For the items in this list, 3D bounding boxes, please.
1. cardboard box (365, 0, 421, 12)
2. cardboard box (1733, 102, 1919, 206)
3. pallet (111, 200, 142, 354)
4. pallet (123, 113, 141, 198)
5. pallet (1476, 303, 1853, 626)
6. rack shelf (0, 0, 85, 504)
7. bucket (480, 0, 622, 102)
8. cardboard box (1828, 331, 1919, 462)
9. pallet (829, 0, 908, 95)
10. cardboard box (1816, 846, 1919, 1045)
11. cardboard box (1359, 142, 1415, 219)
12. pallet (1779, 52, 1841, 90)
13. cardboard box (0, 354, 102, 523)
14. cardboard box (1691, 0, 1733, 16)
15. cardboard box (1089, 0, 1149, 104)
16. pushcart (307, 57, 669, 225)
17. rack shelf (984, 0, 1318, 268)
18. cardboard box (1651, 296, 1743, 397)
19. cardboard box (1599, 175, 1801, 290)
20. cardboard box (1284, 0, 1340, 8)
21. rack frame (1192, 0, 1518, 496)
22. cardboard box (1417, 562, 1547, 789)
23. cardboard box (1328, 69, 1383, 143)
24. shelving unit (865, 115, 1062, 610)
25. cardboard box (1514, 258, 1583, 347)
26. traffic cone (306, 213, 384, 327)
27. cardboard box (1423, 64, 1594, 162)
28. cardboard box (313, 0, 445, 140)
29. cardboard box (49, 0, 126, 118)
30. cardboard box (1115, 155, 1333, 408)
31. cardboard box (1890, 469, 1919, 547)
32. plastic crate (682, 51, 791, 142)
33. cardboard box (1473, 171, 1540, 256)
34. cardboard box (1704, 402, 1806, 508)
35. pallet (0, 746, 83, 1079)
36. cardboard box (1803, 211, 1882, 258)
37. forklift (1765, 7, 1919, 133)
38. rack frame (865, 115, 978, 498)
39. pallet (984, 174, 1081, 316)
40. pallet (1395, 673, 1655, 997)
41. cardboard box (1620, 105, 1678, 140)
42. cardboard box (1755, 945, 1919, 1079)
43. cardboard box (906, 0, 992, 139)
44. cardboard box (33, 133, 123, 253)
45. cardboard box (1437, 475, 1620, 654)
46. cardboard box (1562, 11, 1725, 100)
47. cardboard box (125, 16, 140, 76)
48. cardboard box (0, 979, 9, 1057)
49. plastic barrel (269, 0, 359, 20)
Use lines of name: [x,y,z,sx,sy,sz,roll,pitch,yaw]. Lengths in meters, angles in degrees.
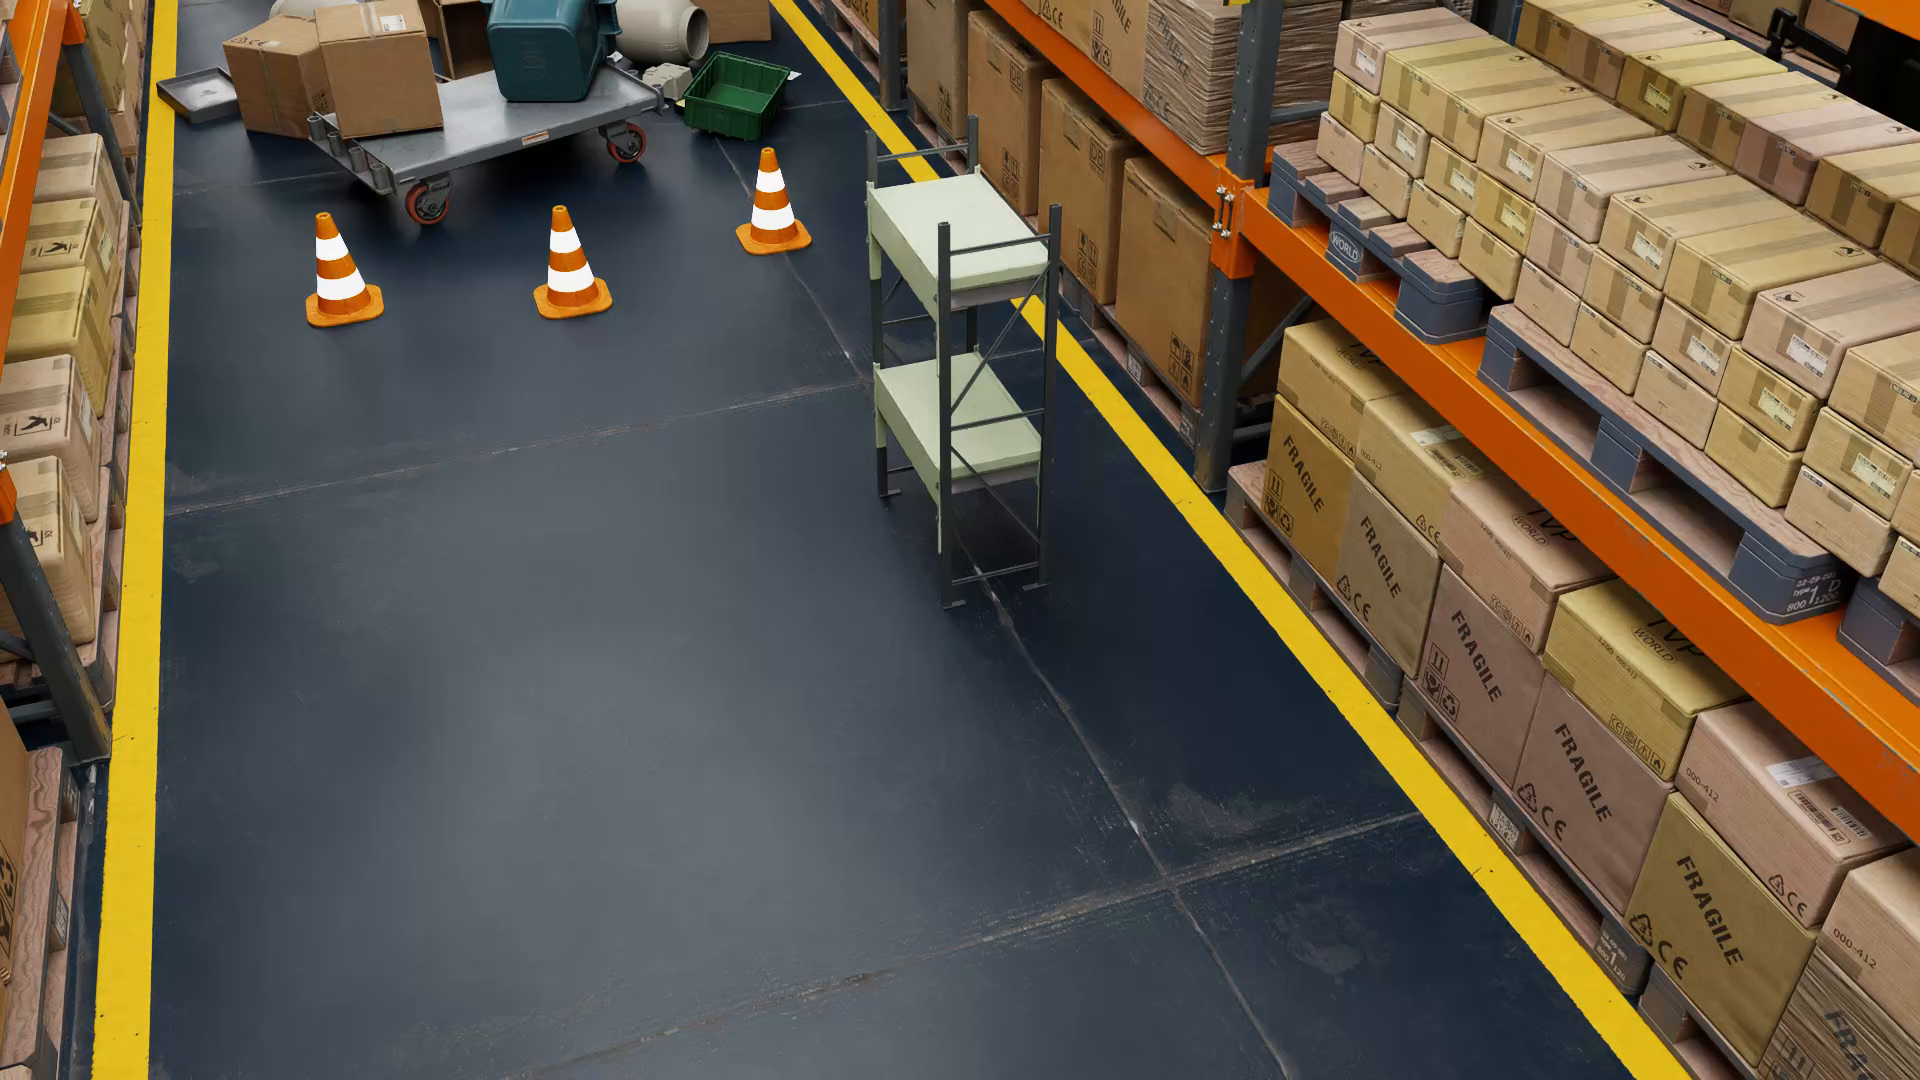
cardboard box: [-3.609,-3.485,10.753,0.380,0.149,0.250,6,37,8]
cardboard box: [2.356,-1.053,4.520,0.380,0.149,0.250,-12,39,-16]
pallet: [-4.311,-1.132,7.578,1.003,0.211,1.213,-12,39,-16]
pallet: [-4.845,-1.944,8.655,1.003,0.211,1.213,-12,39,-16]
pallet: [2.129,-0.321,4.343,1.003,0.211,1.213,-12,39,-16]
rack shelf: [-3.892,-1.268,6.039,1.077,0.370,4.000,-12,39,-16]
bucket: [-2.179,-2.667,8.754,0.726,0.611,0.620,0,47,0]
cardboard box: [2.112,-0.325,3.554,0.380,0.149,0.250,-14,39,-17]
pallet: [-0.156,-3.099,10.189,1.003,0.211,1.213,-12,39,-16]
cardboard box: [2.292,0.915,3.648,0.500,0.250,0.500,-13,39,-17]
cardboard box: [1.466,-1.129,5.116,0.380,0.149,0.250,-11,38,-14]
pallet: [5.417,-2.494,9.385,1.003,0.211,1.213,-12,39,-16]
cardboard box: [-3.650,-0.280,5.964,0.950,0.372,0.625,-13,39,-17]
cardboard box: [4.916,-3.563,10.199,0.700,0.500,0.500,-15,40,-19]
cardboard box: [0.832,-2.029,6.367,0.500,0.500,0.500,-12,39,-16]
pushcart: [-2.457,-2.138,8.775,1.648,0.377,0.936,-27,45,-31]
rack shelf: [0.721,-2.350,7.475,1.077,0.370,4.000,-12,39,-16]
cardboard box: [1.928,-0.501,4.034,0.380,0.149,0.250,-11,38,-14]
cardboard box: [1.840,-0.770,4.144,0.380,0.149,0.250,-11,38,-15]
cardboard box: [1.264,-2.203,5.767,0.700,0.500,0.500,-13,39,-16]
rack frame: [1.409,-1.508,5.759,1.000,3.000,0.127,-12,39,-16]
cardboard box: [1.770,0.348,5.024,0.500,0.500,0.500,-13,39,-17]
cardboard box: [1.387,-1.380,5.201,0.380,0.149,0.250,-11,38,-14]
shelving unit: [-0.002,-0.603,5.804,0.431,1.500,0.755,-12,39,-16]
cardboard box: [1.747,-0.675,4.512,0.380,0.149,0.250,-11,38,-14]
traffic cone: [-2.839,-1.262,7.540,0.336,0.463,0.334,-12,39,-16]
cardboard box: [1.562,-1.221,4.743,0.380,0.149,0.250,-13,39,-16]
cardboard box: [-2.919,-2.375,8.358,0.500,0.500,0.500,-12,39,-16]
cardboard box: [-4.530,-2.444,8.314,0.500,0.500,0.500,-11,38,-14]
cardboard box: [1.284,-1.140,6.791,1.050,0.750,0.750,-13,39,-17]
cardboard box: [2.191,-0.061,3.451,0.380,0.149,0.250,-14,39,-17]
plastic crate: [-1.257,-2.494,9.358,0.450,0.188,0.662,14,38,2]
cardboard box: [1.664,-0.934,4.610,0.380,0.149,0.250,-12,39,-16]
cardboard box: [2.012,-0.234,3.928,0.380,0.149,0.250,-11,38,-14]
pallet: [-3.003,1.149,4.549,1.003,0.211,1.213,-12,39,-16]
cardboard box: [2.453,-0.781,4.406,0.380,0.149,0.250,-11,38,-15]
forklift: [3.971,-2.184,6.714,1.130,2.935,3.031,-7,38,-10]
rack frame: [-0.128,-0.810,6.078,0.400,1.500,0.023,-12,39,-16]
pallet: [0.793,-1.543,8.123,1.003,0.211,1.213,-12,39,-16]
pallet: [2.093,0.736,5.098,1.003,0.211,1.213,-12,39,-16]
cardboard box: [2.193,-1.211,4.977,0.380,0.149,0.250,-12,39,-15]
cardboard box: [2.294,1.217,3.870,0.500,0.500,0.500,-13,39,-17]
cardboard box: [0.331,-2.705,8.868,1.050,0.750,0.750,-13,39,-16]
cardboard box: [-4.397,-1.508,7.594,0.950,0.372,0.625,-12,39,-15]
cardboard box: [1.752,0.032,4.820,0.500,0.250,0.500,-12,39,-16]
cardboard box: [2.093,-1.489,5.098,0.380,0.149,0.250,-13,39,-17]
cardboard box: [-4.909,-2.743,9.334,0.500,0.250,0.500,-13,39,-17]
cardboard box: [-2.741,1.167,3.624,0.875,0.875,0.875,-12,39,-15]
plastic barrel: [-3.824,-3.063,9.964,0.512,0.421,0.421,12,39,16]
